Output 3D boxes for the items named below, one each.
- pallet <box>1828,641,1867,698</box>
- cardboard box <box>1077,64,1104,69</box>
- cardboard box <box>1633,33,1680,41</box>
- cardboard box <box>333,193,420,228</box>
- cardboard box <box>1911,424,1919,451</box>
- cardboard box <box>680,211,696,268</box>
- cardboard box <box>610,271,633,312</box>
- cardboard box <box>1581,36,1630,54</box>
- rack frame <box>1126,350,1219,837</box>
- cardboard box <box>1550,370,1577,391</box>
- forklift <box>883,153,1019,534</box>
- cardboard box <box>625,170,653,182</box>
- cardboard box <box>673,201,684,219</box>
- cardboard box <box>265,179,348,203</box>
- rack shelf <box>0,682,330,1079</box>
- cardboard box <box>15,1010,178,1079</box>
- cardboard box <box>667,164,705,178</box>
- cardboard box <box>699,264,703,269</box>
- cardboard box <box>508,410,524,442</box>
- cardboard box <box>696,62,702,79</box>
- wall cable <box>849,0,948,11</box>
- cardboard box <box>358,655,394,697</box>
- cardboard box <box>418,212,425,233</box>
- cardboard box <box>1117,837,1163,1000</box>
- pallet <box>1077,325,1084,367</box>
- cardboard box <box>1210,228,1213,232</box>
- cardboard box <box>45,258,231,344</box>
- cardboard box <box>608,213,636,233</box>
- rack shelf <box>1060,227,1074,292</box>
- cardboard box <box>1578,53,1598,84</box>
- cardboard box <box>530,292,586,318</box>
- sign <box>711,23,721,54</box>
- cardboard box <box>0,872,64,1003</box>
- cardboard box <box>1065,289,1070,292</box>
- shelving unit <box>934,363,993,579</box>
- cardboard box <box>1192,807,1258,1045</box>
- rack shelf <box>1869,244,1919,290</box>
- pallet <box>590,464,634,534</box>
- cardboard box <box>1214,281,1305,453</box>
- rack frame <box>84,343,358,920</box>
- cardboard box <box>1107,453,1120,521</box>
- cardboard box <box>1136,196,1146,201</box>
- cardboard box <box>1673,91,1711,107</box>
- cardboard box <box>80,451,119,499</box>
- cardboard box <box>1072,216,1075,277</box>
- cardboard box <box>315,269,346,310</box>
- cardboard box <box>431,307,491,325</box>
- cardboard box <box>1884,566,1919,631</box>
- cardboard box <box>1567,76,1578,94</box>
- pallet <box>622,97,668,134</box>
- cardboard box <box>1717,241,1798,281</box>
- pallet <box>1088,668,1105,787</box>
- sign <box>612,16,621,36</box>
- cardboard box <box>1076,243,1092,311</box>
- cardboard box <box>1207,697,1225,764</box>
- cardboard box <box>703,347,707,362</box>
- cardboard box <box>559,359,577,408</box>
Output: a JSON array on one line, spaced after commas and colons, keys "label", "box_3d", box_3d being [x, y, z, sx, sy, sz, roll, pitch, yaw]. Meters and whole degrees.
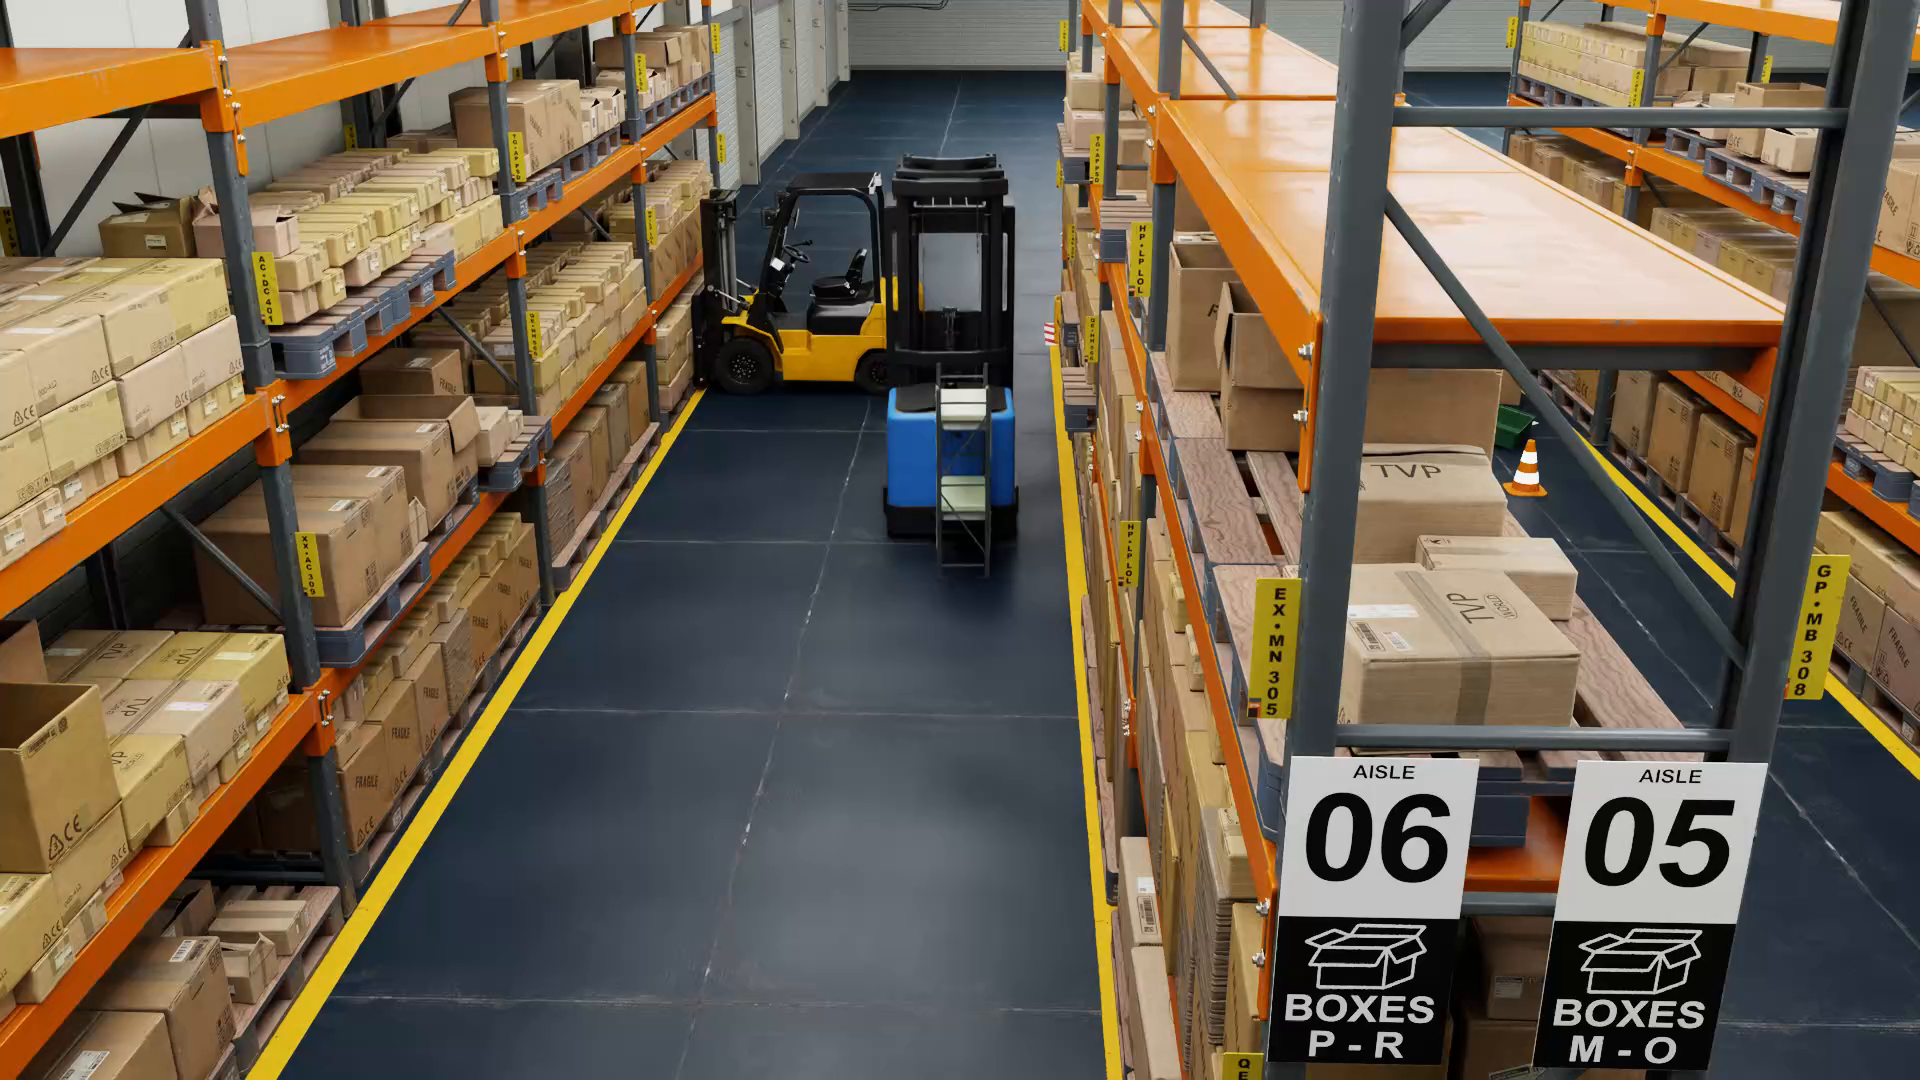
[{"label": "pallet", "box_3d": [6.379, 0.725, 11.368, 1.003, 0.211, 1.213, 1, 21, 2]}, {"label": "cardboard box", "box_3d": [1.339, -4.561, 16.236, 0.380, 0.149, 0.250, 1, 21, 2]}, {"label": "cardboard box", "box_3d": [6.930, -4.968, 16.566, 0.380, 0.149, 0.250, 1, 21, 2]}, {"label": "cardboard box", "box_3d": [-3.194, -1.805, 9.105, 0.380, 0.149, 0.250, 1, 21, 2]}, {"label": "cardboard box", "box_3d": [6.171, -0.616, 10.326, 0.380, 0.149, 0.250, 1, 21, 2]}, {"label": "cardboard box", "box_3d": [-3.062, -3.132, 17.316, 0.500, 0.500, 0.500, 1, 21, 2]}, {"label": "cardboard box", "box_3d": [-3.154, -2.171, 14.495, 0.500, 0.250, 0.500, 0, 21, 0]}, {"label": "cardboard box", "box_3d": [6.258, -4.791, 16.109, 0.380, 0.149, 0.250, 0, 21, 1]}, {"label": "rack frame", "box_3d": [1.332, 0.571, 7.910, 1.000, 3.000, 0.127, 1, 21, 2]}, {"label": "cardboard box", "box_3d": [6.639, -2.061, 17.052, 0.875, 0.875, 0.875, 1, 21, 2]}, {"label": "forklift", "box_3d": [-0.089, -1.894, 14.358, 1.130, 2.935, 3.031, 0, 21, -1]}, {"label": "cardboard box", "box_3d": [-3.546, -3.910, 18.014, 0.380, 0.149, 0.250, 1, 21, 2]}, {"label": "cardboard box", "box_3d": [-3.047, -3.395, 17.097, 0.380, 0.149, 0.250, 0, 21, 1]}, {"label": "cardboard box", "box_3d": [-3.774, -1.993, 9.616, 0.380, 0.149, 0.250, 1, 21, 1]}, {"label": "rack shelf", "box_3d": [-3.690, 1.576, 6.314, 1.077, 0.370, 4.000, 1, 21, 2]}, {"label": "cardboard box", "box_3d": [-3.457, 2.215, 6.549, 0.500, 0.500, 0.500, 1, 21, 3]}, {"label": "cardboard box", "box_3d": [-3.041, -4.087, 18.470, 0.380, 0.149, 0.250, 1, 21, 2]}, {"label": "cardboard box", "box_3d": [-2.967, -3.031, 19.032, 0.500, 0.250, 0.500, 1, 21, 3]}, {"label": "cardboard box", "box_3d": [-3.144, -0.765, 11.122, 0.380, 0.149, 0.250, 1, 21, 3]}, {"label": "cardboard box", "box_3d": [-2.986, -5.042, 17.858, 0.380, 0.149, 0.250, 0, 21, 0]}, {"label": "wall cable", "box_3d": [-1.863, -16.826, 48.746, 3.097, 2.526, 0.112, 1, 21, 2]}, {"label": "cardboard box", "box_3d": [-3.430, 0.765, 9.389, 0.380, 0.149, 0.250, 0, 21, 1]}, {"label": "cardboard box", "box_3d": [-3.343, -1.847, 9.652, 0.380, 0.149, 0.250, 1, 21, 3]}, {"label": "cardboard box", "box_3d": [1.206, 1.796, 7.716, 0.875, 0.438, 0.875, 0, 21, 1]}, {"label": "pallet", "box_3d": [1.473, -1.502, 13.518, 1.003, 0.211, 1.213, 1, 21, 2]}, {"label": "cardboard box", "box_3d": [1.690, -1.876, 9.351, 0.500, 0.500, 0.500, 1, 21, 2]}, {"label": "cardboard box", "box_3d": [-3.404, -0.997, 6.911, 0.500, 0.250, 0.500, 1, 21, 2]}, {"label": "cardboard box", "box_3d": [-3.080, -2.974, 15.602, 0.380, 0.149, 0.250, 1, 21, 3]}, {"label": "rack shelf", "box_3d": [1.636, -2.709, 17.359, 1.077, 0.370, 4.000, 1, 21, 2]}, {"label": "cardboard box", "box_3d": [6.317, -4.557, 16.059, 0.500, 0.250, 0.500, 0, 21, 1]}, {"label": "cardboard box", "box_3d": [-3.175, -1.856, 13.131, 0.380, 0.149, 0.250, 1, 21, 3]}, {"label": "sign", "box_3d": [-2.722, -5.584, 18.513, 0.100, 0.325, 0.005, 1, 21, 2]}, {"label": "cardboard box", "box_3d": [-3.441, 1.369, 5.651, 0.500, 0.250, 0.500, 0, 21, 1]}, {"label": "cardboard box", "box_3d": [1.361, -2.364, 17.658, 0.500, 0.500, 0.500, 1, 21, 3]}, {"label": "shelving unit", "box_3d": [0.021, -0.539, 12.845, 0.431, 1.500, 0.755, 0, 21, -1]}, {"label": "cardboard box", "box_3d": [0.974, 1.138, 4.928, 0.500, 0.500, 0.500, 1, 21, 2]}, {"label": "rack shelf", "box_3d": [6.344, -1.197, 9.315, 1.077, 0.370, 4.000, 1, 21, 2]}, {"label": "pallet", "box_3d": [-3.404, -0.366, 14.179, 1.003, 0.211, 1.213, 1, 21, 2]}, {"label": "cardboard box", "box_3d": [1.323, -0.630, 5.997, 0.797, 0.503, 0.637, 2, 21, 6]}, {"label": "rack frame", "box_3d": [-3.629, 0.518, 8.048, 1.000, 3.000, 0.127, 1, 21, 2]}, {"label": "cardboard box", "box_3d": [1.119, -0.308, 9.691, 0.500, 0.250, 0.500, 1, 21, 3]}, {"label": "cardboard box", "box_3d": [1.253, -2.273, 11.440, 0.380, 0.149, 0.250, 1, 21, 2]}, {"label": "cardboard box", "box_3d": [6.258, -3.666, 14.151, 0.258, 0.266, 0.396, 0, 21, 1]}, {"label": "cardboard box", "box_3d": [-3.422, -0.260, 6.252, 0.380, 0.149, 0.250, 1, 21, 3]}, {"label": "cardboard box", "box_3d": [1.349, -2.856, 16.194, 0.500, 0.500, 0.500, 1, 21, 3]}, {"label": "cardboard box", "box_3d": [-3.180, -1.203, 7.964, 0.380, 0.149, 0.250, 1, 21, 2]}, {"label": "cardboard box", "box_3d": [-3.797, -1.676, 12.666, 0.380, 0.149, 0.250, 0, 21, 1]}, {"label": "cardboard box", "box_3d": [6.098, 0.372, 10.263, 0.500, 0.250, 0.500, 1, 21, 2]}, {"label": "cardboard box", "box_3d": [6.263, -4.514, 16.498, 0.380, 0.149, 0.250, 1, 21, 1]}, {"label": "pallet", "box_3d": [-3.386, -4.041, 15.771, 1.003, 0.211, 1.213, 1, 21, 2]}, {"label": "cardboard box", "box_3d": [6.471, -2.085, 13.236, 0.700, 0.500, 0.500, 0, 21, 1]}, {"label": "pallet", "box_3d": [1.315, 1.149, 10.276, 1.003, 0.211, 1.213, 1, 21, 2]}, {"label": "sign", "box_3d": [-3.819, -5.672, 18.536, 0.100, 0.325, 0.005, 1, 21, 2]}, {"label": "cardboard box", "box_3d": [1.231, -2.176, 13.861, 0.500, 0.500, 0.500, 1, 21, 1]}, {"label": "cardboard box", "box_3d": [1.005, 0.608, 5.397, 0.380, 0.149, 0.250, 1, 21, 3]}, {"label": "cardboard box", "box_3d": [-3.005, -2.013, 17.791, 0.500, 0.250, 0.500, 1, 21, 3]}, {"label": "cardboard box", "box_3d": [-3.230, -1.198, 12.677, 0.500, 0.250, 0.500, 0, 21, 0]}]
